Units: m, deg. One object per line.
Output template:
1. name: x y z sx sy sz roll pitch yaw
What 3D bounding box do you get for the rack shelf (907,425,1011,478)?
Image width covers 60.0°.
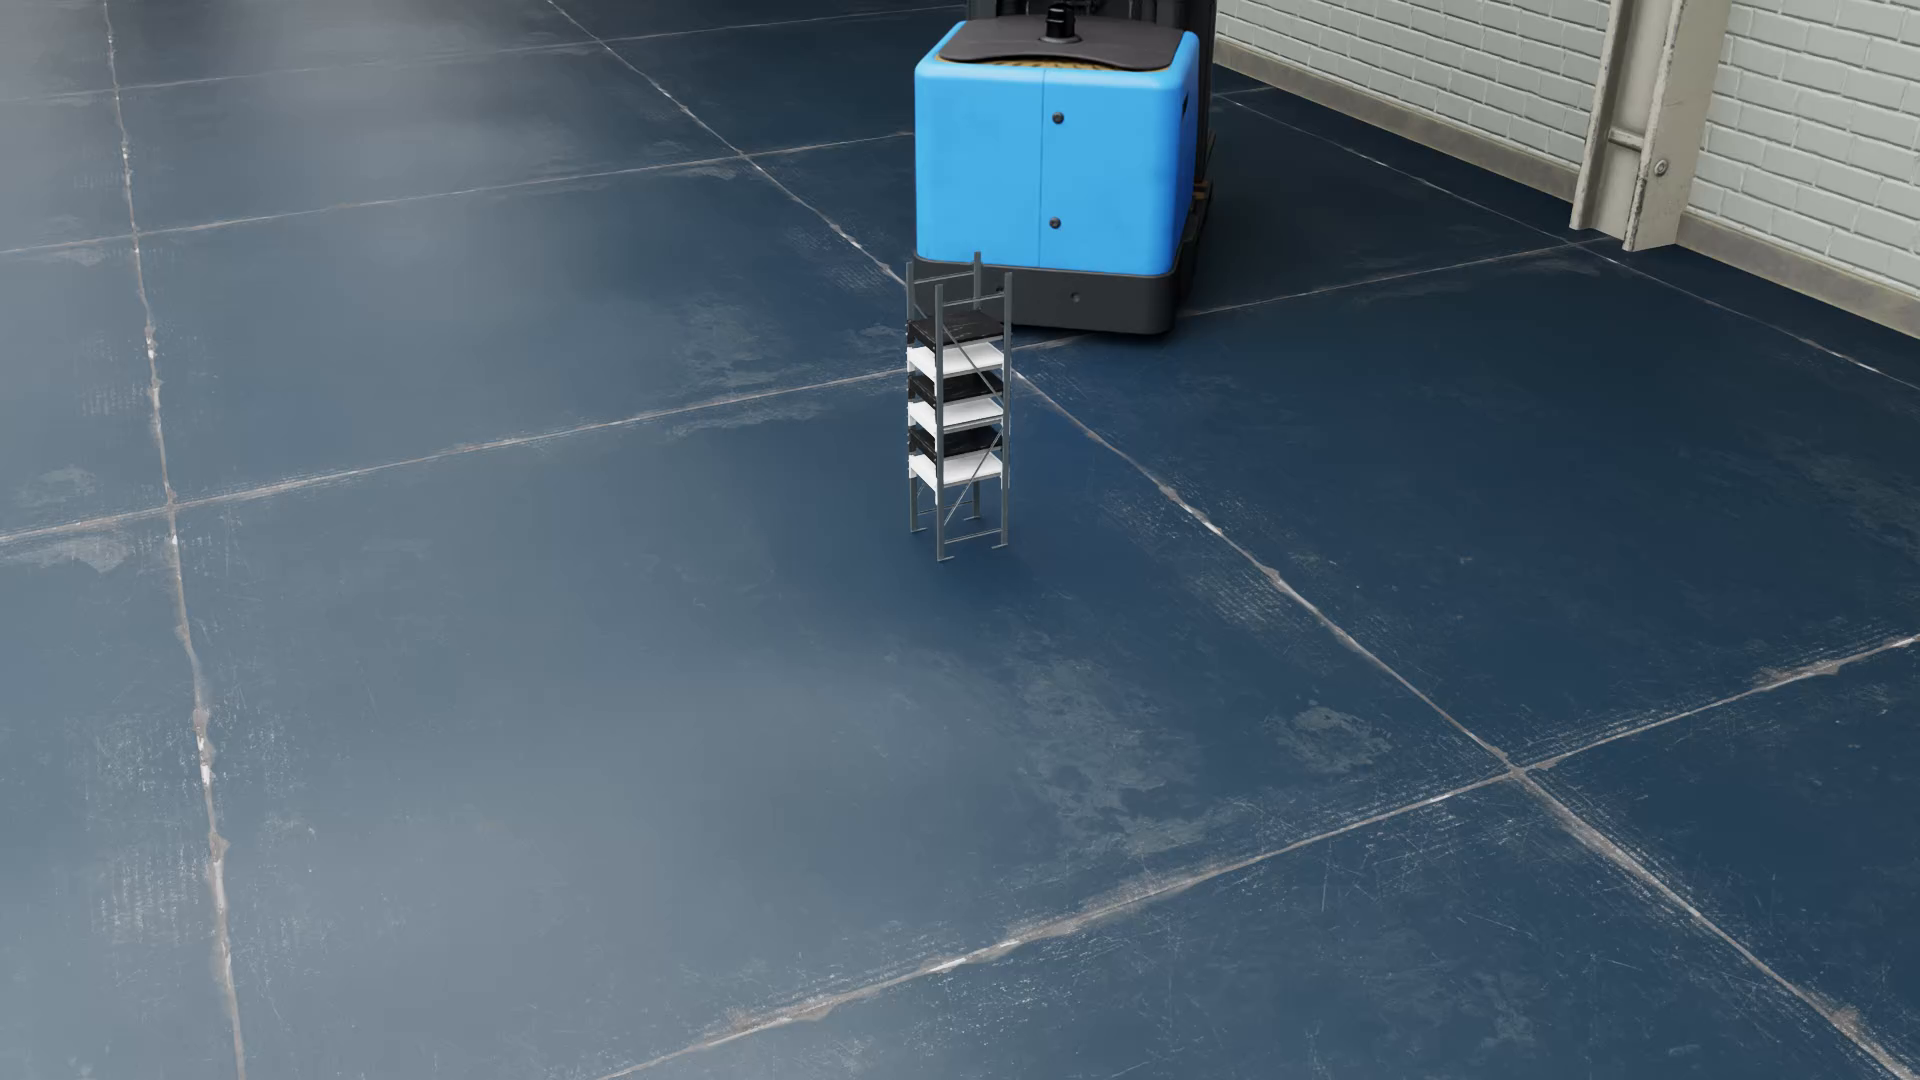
1. rack shelf: -0.003 -0.289 5.097 0.258 0.077 0.200 -13 32 -22

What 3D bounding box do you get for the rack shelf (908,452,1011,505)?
1. rack shelf: -0.003 -0.210 5.141 0.258 0.077 0.200 -13 32 -22

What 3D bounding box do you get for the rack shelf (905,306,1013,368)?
1. rack shelf: -0.003 -0.603 4.921 0.258 0.077 0.200 -13 32 -22

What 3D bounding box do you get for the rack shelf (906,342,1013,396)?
1. rack shelf: -0.003 -0.524 4.965 0.258 0.077 0.200 -13 32 -22

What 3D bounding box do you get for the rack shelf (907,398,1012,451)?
1. rack shelf: -0.003 -0.367 5.053 0.258 0.077 0.200 -13 32 -22

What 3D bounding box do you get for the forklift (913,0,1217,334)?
1. forklift: 0.617 -2.792 7.232 1.130 2.935 3.031 6 30 10

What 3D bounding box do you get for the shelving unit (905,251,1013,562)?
1. shelving unit: -0.003 -0.396 5.036 0.258 0.900 0.210 -13 32 -22

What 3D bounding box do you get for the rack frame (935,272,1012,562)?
1. rack frame: 0.040 -0.351 4.956 0.240 0.900 0.006 -13 32 -22

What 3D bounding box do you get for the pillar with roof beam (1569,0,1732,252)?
1. pillar with roof beam: -0.772 -4.457 3.998 9.100 9.000 0.400 -13 32 -22

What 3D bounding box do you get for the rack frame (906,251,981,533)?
1. rack frame: -0.047 -0.441 5.116 0.240 0.900 0.006 -13 32 -22

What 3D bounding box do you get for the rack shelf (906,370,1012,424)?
1. rack shelf: -0.003 -0.446 5.009 0.258 0.077 0.200 -13 32 -22
